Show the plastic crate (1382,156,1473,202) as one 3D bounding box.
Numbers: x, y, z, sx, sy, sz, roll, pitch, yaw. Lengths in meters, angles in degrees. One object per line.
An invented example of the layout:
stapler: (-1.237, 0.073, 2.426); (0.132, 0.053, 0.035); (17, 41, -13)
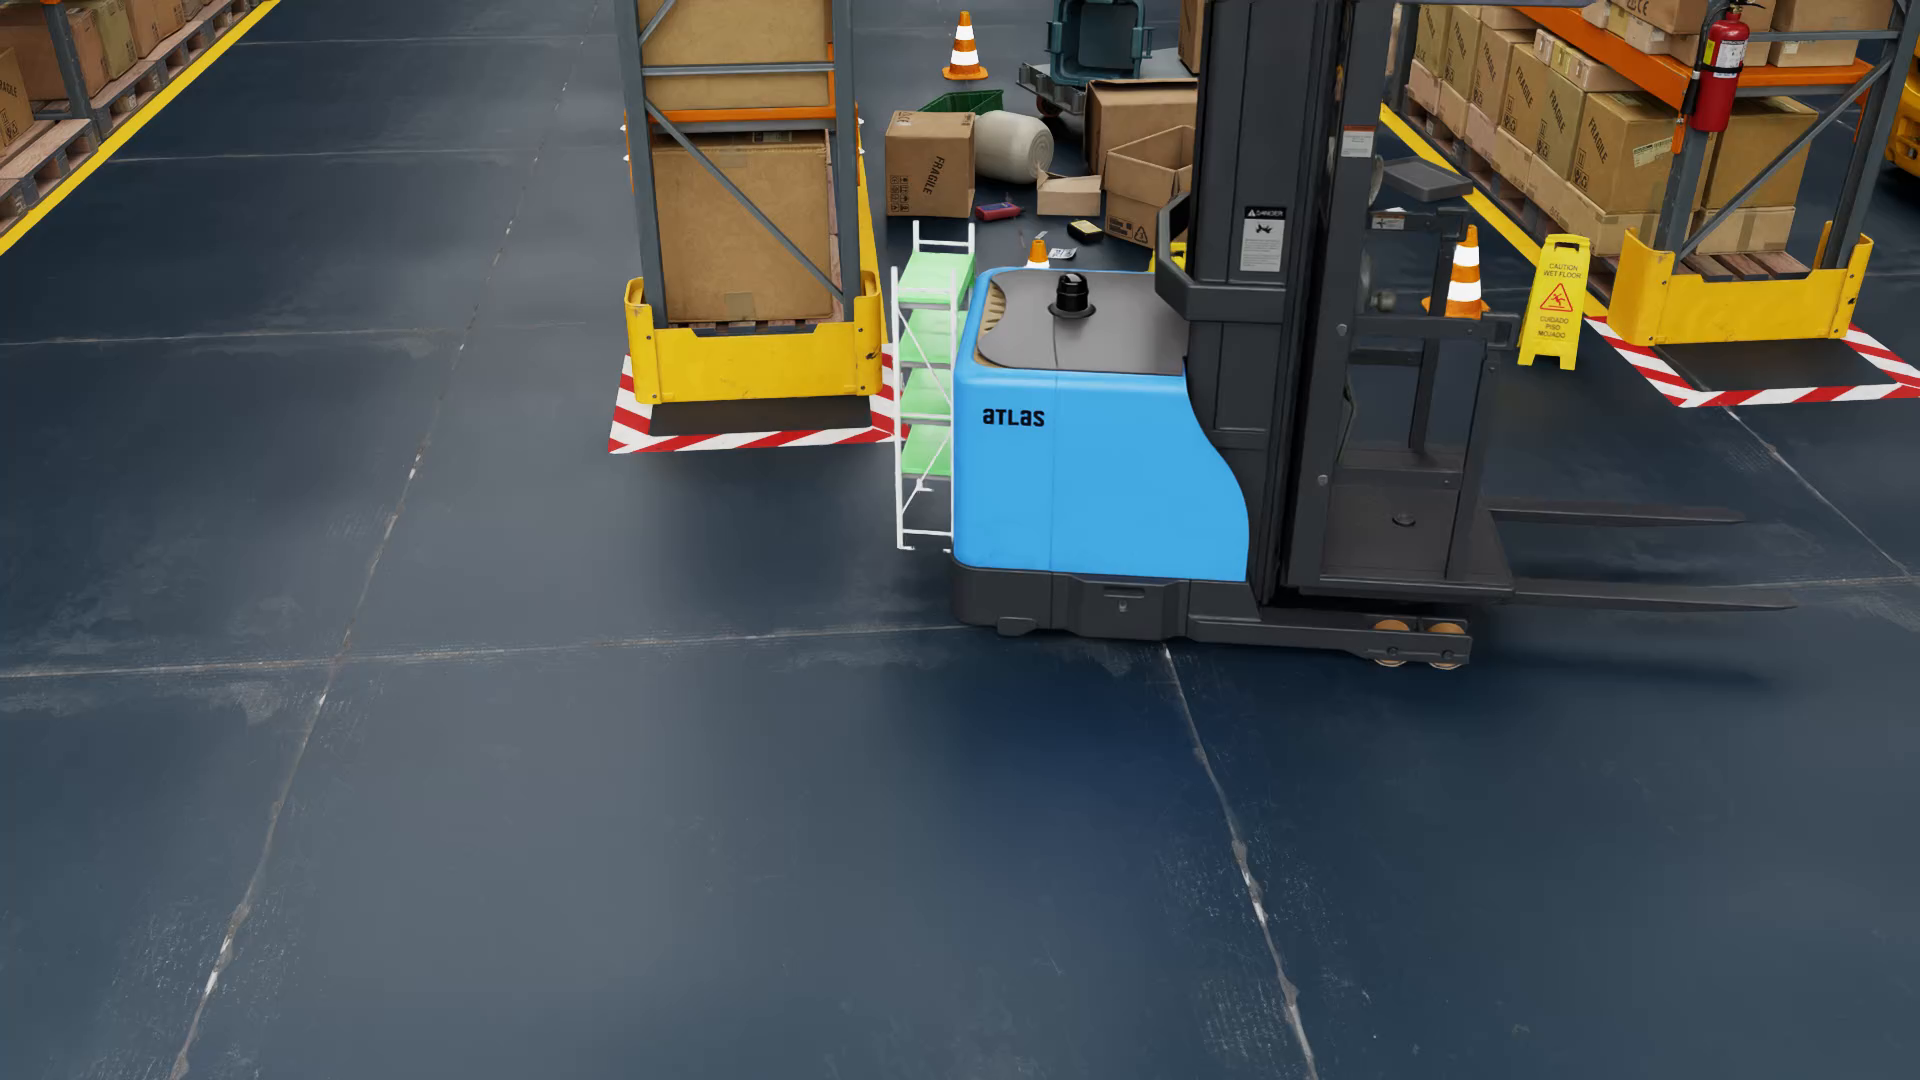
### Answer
plastic crate: (2.910, -2.288, 10.502); (0.402, 0.080, 0.583); (-14, 33, -22)

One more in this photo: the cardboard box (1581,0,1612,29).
cardboard box: (3.515, -2.799, 8.755); (0.380, 0.149, 0.250); (-2, 31, -4)

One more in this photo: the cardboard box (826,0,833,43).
cardboard box: (-1.046, -2.874, 8.491); (0.875, 0.550, 0.550); (-3, 31, -5)

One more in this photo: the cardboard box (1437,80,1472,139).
cardboard box: (3.427, -2.796, 10.777); (0.500, 0.250, 0.500); (-1, 31, -2)

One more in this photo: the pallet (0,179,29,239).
pallet: (-6.072, -1.745, 9.465); (1.003, 0.211, 1.213); (-3, 31, -5)

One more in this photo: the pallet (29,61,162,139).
pallet: (-6.361, -3.107, 11.747); (1.003, 0.211, 1.213); (-3, 31, -5)

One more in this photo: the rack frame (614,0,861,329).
rack frame: (-0.966, -2.051, 7.259); (1.000, 3.000, 0.127); (-3, 31, -5)

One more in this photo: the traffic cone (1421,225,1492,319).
traffic cone: (2.629, -1.408, 8.657); (0.336, 0.463, 0.334); (-3, 31, -5)

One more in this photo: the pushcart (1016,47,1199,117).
pushcart: (1.314, -3.121, 11.608); (1.648, 0.377, 0.936); (-14, 33, -22)

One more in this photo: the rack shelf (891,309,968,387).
rack shelf: (-0.098, -0.749, 6.491); (0.258, 0.148, 0.480); (4, 31, 7)

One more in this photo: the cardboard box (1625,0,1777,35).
cardboard box: (3.628, -2.774, 8.082); (0.500, 0.500, 0.500); (-3, 31, -5)

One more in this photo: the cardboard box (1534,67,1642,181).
cardboard box: (3.567, -2.324, 9.257); (0.500, 0.500, 0.500); (-2, 31, -3)

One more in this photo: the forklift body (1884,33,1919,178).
forklift body: (6.901, -3.096, 9.835); (2.313, 2.155, 1.214); (-3, 31, -5)

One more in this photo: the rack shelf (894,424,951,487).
rack shelf: (-0.097, -0.337, 6.737); (0.258, 0.148, 0.480); (4, 31, 7)

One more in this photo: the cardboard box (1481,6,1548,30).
cardboard box: (3.396, -3.202, 10.093); (0.380, 0.149, 0.250); (-1, 31, -2)

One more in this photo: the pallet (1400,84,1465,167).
pallet: (3.678, -2.844, 11.305); (1.003, 0.211, 1.213); (-3, 31, -5)

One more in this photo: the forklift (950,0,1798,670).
forklift: (1.513, -1.081, 5.701); (3.031, 2.935, 1.130); (3, 31, 5)

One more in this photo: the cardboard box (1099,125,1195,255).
cardboard box: (1.269, -2.043, 9.680); (0.637, 0.503, 0.797); (27, 40, 37)

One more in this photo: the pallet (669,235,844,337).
pallet: (-1.118, -1.258, 8.651); (1.003, 0.211, 1.213); (-3, 31, -5)

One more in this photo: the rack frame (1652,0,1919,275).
rack frame: (3.953, -2.340, 7.742); (1.000, 3.000, 0.127); (-3, 31, -5)

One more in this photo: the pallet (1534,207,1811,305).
pallet: (3.906, -1.598, 9.219); (1.003, 0.211, 1.213); (-3, 31, -5)

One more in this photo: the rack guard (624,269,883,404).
rack guard: (-0.963, -0.966, 7.879); (1.175, 0.500, 0.348); (-3, 31, -5)

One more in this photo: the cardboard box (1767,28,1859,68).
cardboard box: (4.128, -2.415, 8.113); (0.380, 0.149, 0.250); (-3, 31, -4)

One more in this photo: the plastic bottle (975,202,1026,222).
plastic bottle: (0.246, -1.981, 10.006); (0.283, 0.061, 0.133); (-14, 33, -22)

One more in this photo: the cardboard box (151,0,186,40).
cardboard box: (-6.454, -4.152, 12.785); (0.700, 0.500, 0.500); (0, 31, 0)

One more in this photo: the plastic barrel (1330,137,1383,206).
plastic barrel: (2.253, -2.216, 10.047); (0.512, 0.421, 0.421); (20, 36, 29)

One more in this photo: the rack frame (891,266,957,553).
rack frame: (-0.132, -0.474, 6.374); (0.240, 1.200, 0.015); (4, 31, 7)

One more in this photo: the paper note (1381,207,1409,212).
paper note: (2.645, -1.986, 10.045); (0.142, 0.019, 0.148); (-14, 33, -22)

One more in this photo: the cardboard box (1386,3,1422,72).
cardboard box: (3.528, -3.702, 12.175); (0.950, 0.372, 0.625); (-2, 31, -4)

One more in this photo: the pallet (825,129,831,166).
pallet: (-1.346, -2.504, 10.736); (1.003, 0.211, 1.213); (-3, 31, -5)

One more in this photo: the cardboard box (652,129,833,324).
cardboard box: (-1.095, -1.662, 8.270); (0.875, 0.875, 0.875); (-3, 31, -4)

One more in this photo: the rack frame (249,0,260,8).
rack frame: (-6.661, -5.949, 13.785); (1.000, 3.000, 0.127); (-3, 31, -5)

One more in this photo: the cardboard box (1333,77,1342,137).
cardboard box: (2.325, -2.698, 10.776); (0.500, 0.500, 0.500); (20, 36, 29)

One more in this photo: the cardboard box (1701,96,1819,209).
cardboard box: (4.151, -2.099, 8.879); (0.500, 0.500, 0.500); (-4, 31, -6)

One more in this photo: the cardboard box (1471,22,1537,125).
cardboard box: (3.474, -2.852, 10.140); (0.500, 0.500, 0.500); (-1, 31, -2)

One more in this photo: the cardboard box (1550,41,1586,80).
cardboard box: (3.497, -2.649, 9.168); (0.380, 0.149, 0.250); (-2, 31, -4)

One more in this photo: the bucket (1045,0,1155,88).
bucket: (0.969, -3.381, 11.196); (0.726, 0.611, 0.620); (8, 22, 13)

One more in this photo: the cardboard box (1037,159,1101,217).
cardboard box: (0.655, -2.130, 10.057); (0.396, 0.266, 0.258); (2, 31, 4)

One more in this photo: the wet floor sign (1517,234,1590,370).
wet floor sign: (2.906, -1.181, 8.097); (0.267, 0.644, 0.232); (8, 32, 13)

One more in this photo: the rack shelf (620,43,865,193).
rack shelf: (-1.152, -2.763, 9.153); (1.077, 0.370, 4.000); (-3, 31, -5)

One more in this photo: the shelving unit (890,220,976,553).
shelving unit: (-0.098, -0.598, 6.581); (0.258, 1.200, 0.503); (4, 31, 7)

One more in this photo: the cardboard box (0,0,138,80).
cardboard box: (-6.349, -3.582, 11.830); (0.700, 0.500, 0.500); (-3, 31, -5)

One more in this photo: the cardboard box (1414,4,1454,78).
cardboard box: (3.366, -3.390, 11.040); (0.500, 0.500, 0.500); (-1, 31, -2)

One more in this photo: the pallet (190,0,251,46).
pallet: (-6.589, -4.353, 13.832); (1.003, 0.211, 1.213); (-3, 31, -5)

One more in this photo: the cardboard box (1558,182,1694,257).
cardboard box: (3.608, -1.752, 9.029); (0.500, 0.250, 0.500); (-3, 31, -5)

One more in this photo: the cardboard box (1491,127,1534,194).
cardboard box: (3.515, -2.271, 9.899); (0.500, 0.250, 0.500); (-4, 31, -6)

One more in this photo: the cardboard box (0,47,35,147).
cardboard box: (-6.289, -2.808, 10.554); (0.500, 0.500, 0.500); (-4, 31, -6)

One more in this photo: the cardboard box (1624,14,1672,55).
cardboard box: (3.571, -2.537, 8.317); (0.380, 0.149, 0.250); (-3, 31, -5)

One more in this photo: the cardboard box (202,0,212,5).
cardboard box: (-6.578, -4.724, 13.742); (0.700, 0.500, 0.500); (-4, 31, -7)
